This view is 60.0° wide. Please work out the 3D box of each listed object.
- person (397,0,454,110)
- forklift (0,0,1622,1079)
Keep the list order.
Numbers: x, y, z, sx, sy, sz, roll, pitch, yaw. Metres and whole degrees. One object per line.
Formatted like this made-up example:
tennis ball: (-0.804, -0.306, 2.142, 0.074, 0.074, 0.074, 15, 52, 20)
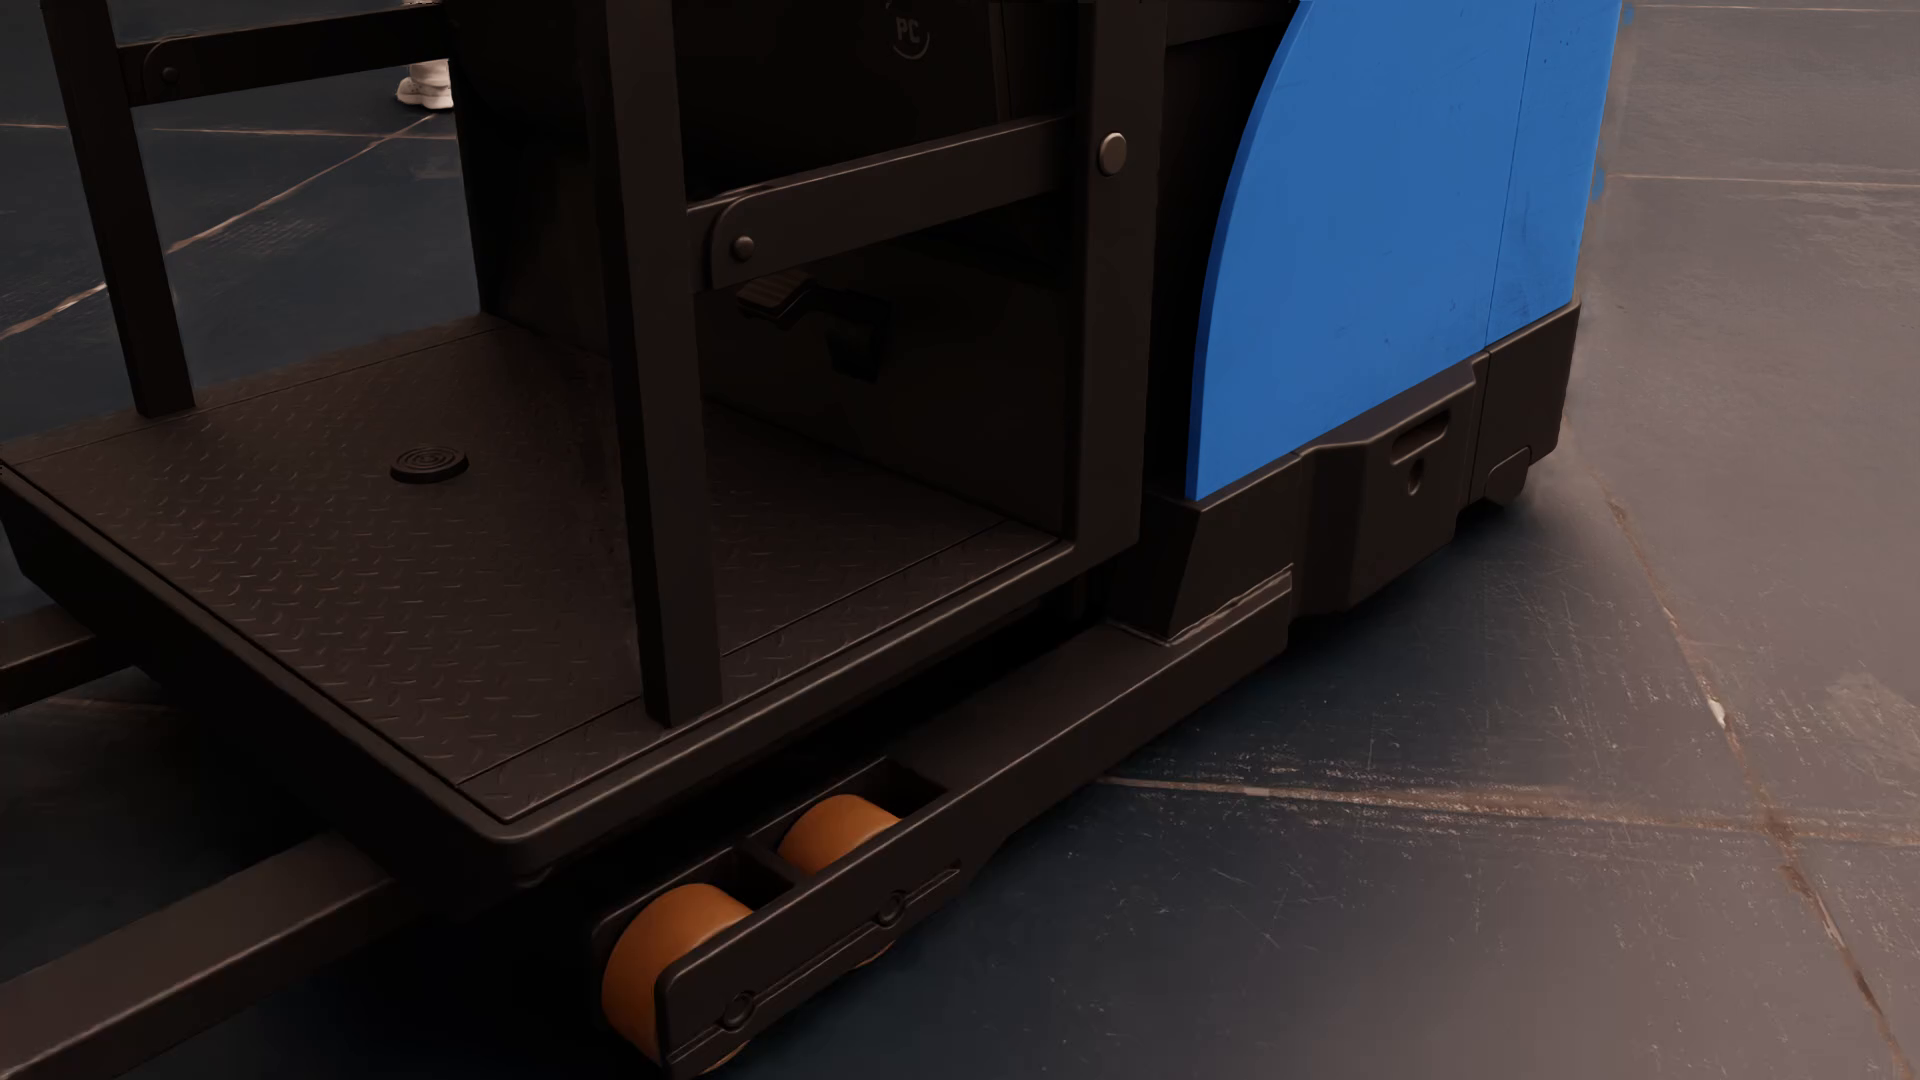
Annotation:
person: (-1.508, -2.185, 4.905, 0.651, 1.779, 0.459, -12, 29, -22)
forklift: (-0.416, -1.082, 1.386, 1.130, 2.935, 3.031, 22, 34, 37)
